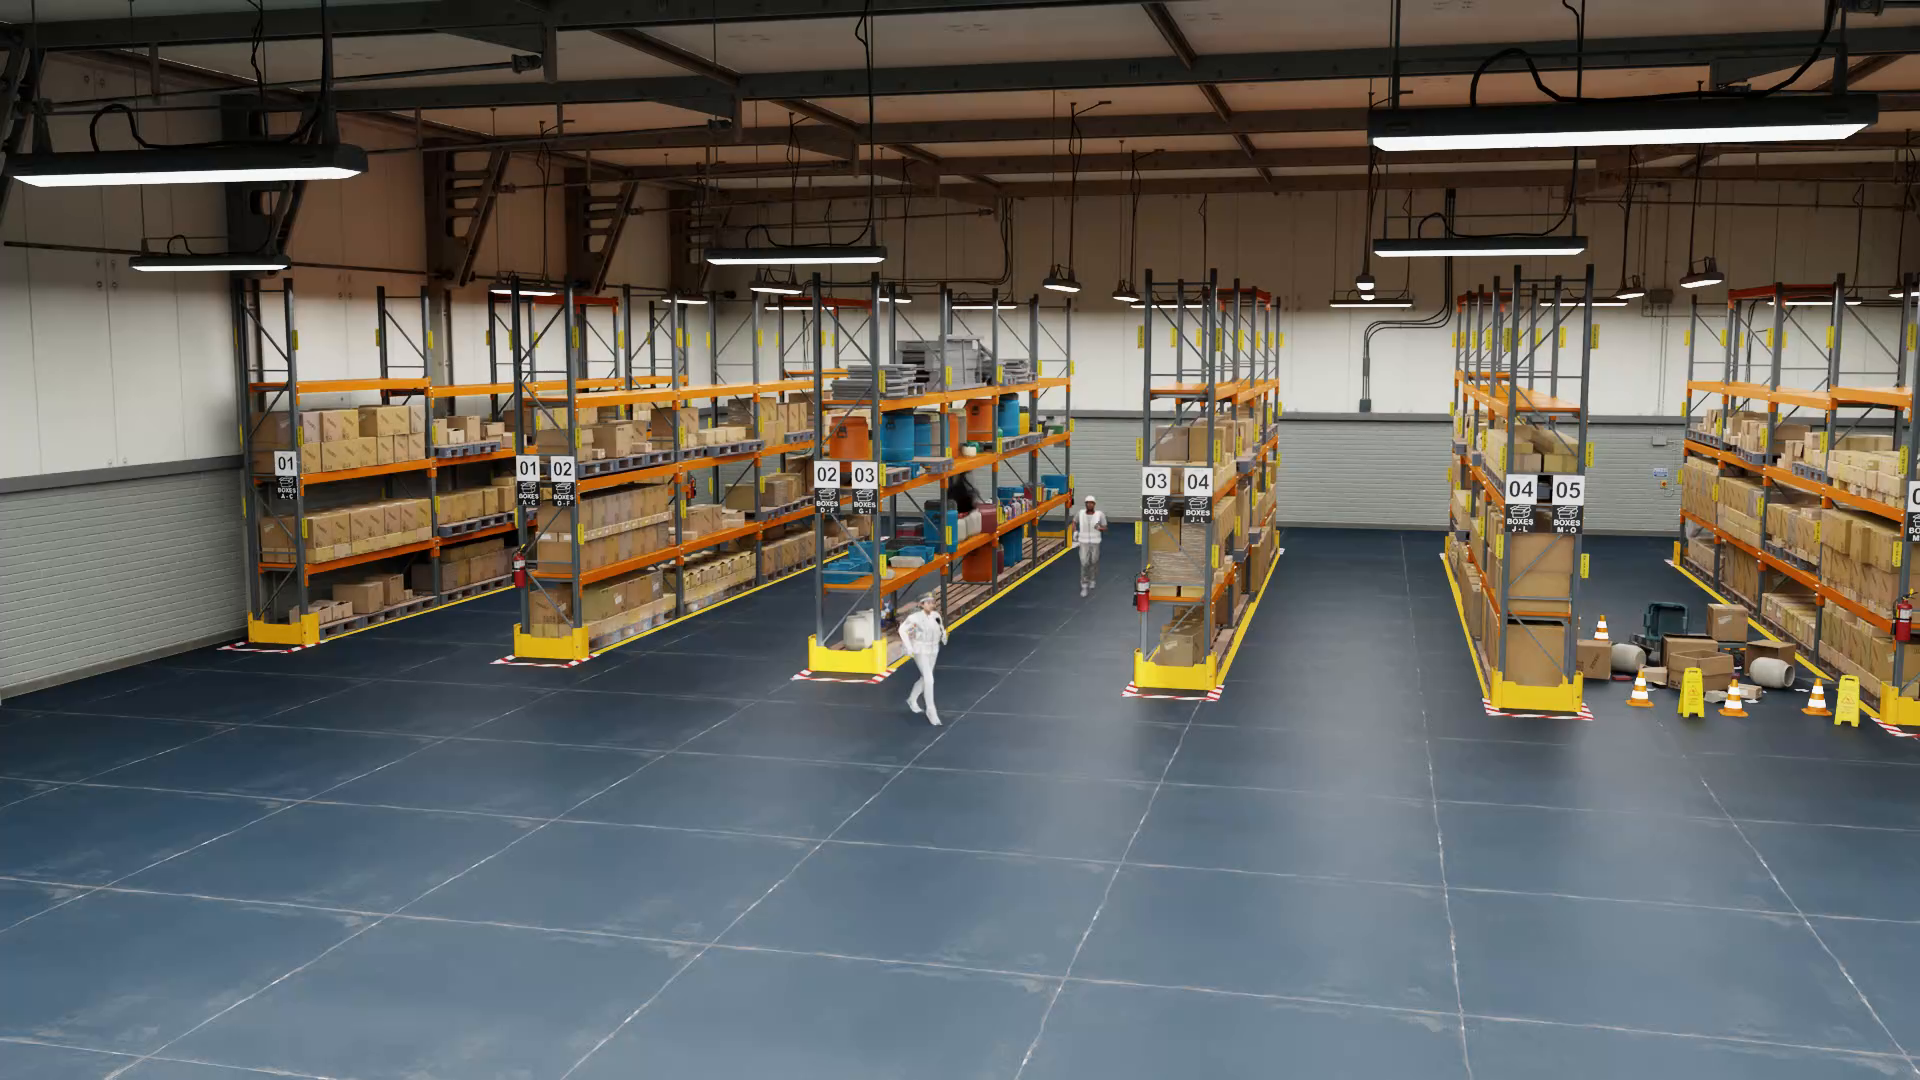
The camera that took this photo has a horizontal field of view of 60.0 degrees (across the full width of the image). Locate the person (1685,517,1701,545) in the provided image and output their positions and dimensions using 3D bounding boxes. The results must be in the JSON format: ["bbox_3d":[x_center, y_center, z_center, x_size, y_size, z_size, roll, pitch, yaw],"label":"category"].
[{"bbox_3d":[16.947,-0.437,38.270,0.705,1.754,0.722,7,10,44],"label":"person"}]

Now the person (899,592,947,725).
[{"bbox_3d":[-0.460,1.533,22.031,0.606,1.725,0.817,-6,9,-39],"label":"person"}]

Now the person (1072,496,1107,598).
[{"bbox_3d":[2.427,0.111,31.162,0.659,1.886,0.709,1,7,4],"label":"person"}]
